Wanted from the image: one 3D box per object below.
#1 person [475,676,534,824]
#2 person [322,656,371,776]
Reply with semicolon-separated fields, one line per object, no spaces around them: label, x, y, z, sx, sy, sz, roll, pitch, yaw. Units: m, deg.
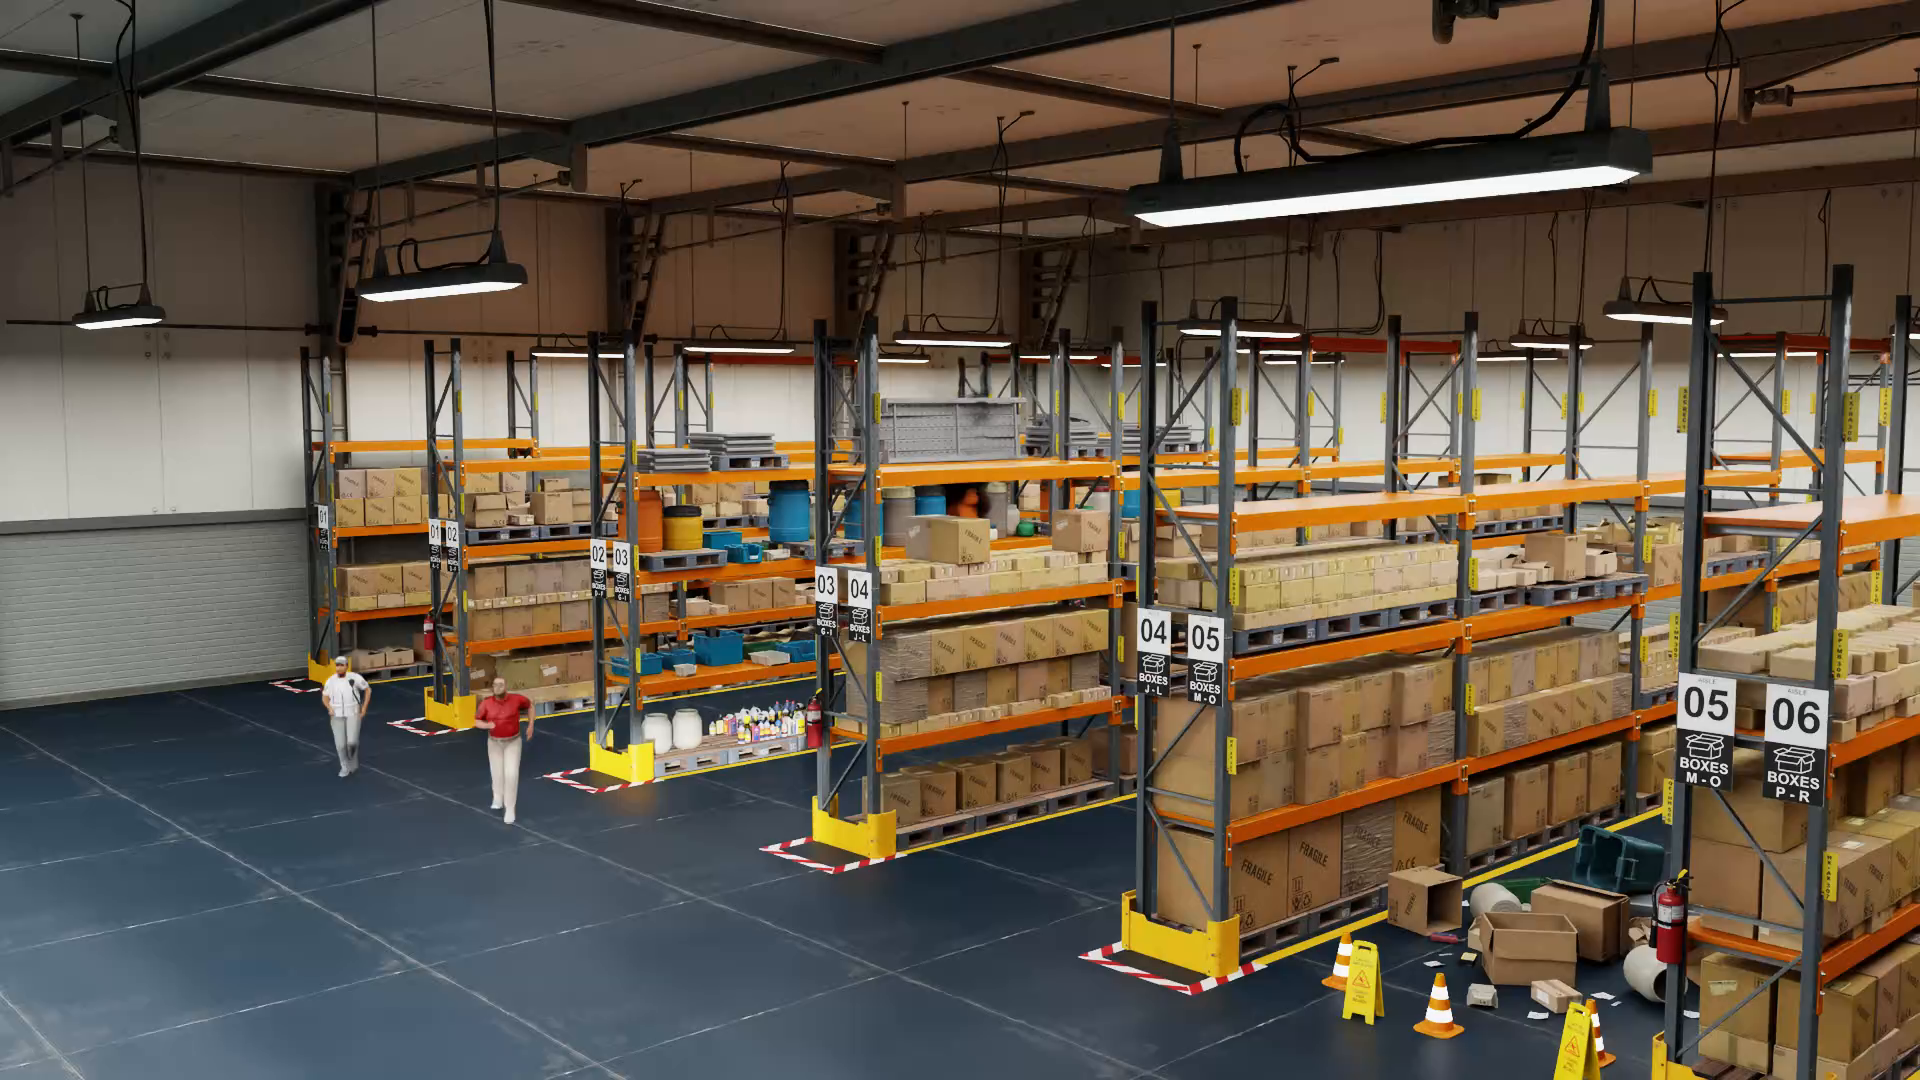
person;-5.553;2.528;20.303;0.674;1.778;0.920;-1;5;-7
person;-8.299;2.383;22.462;0.617;1.630;0.527;-1;5;-11
